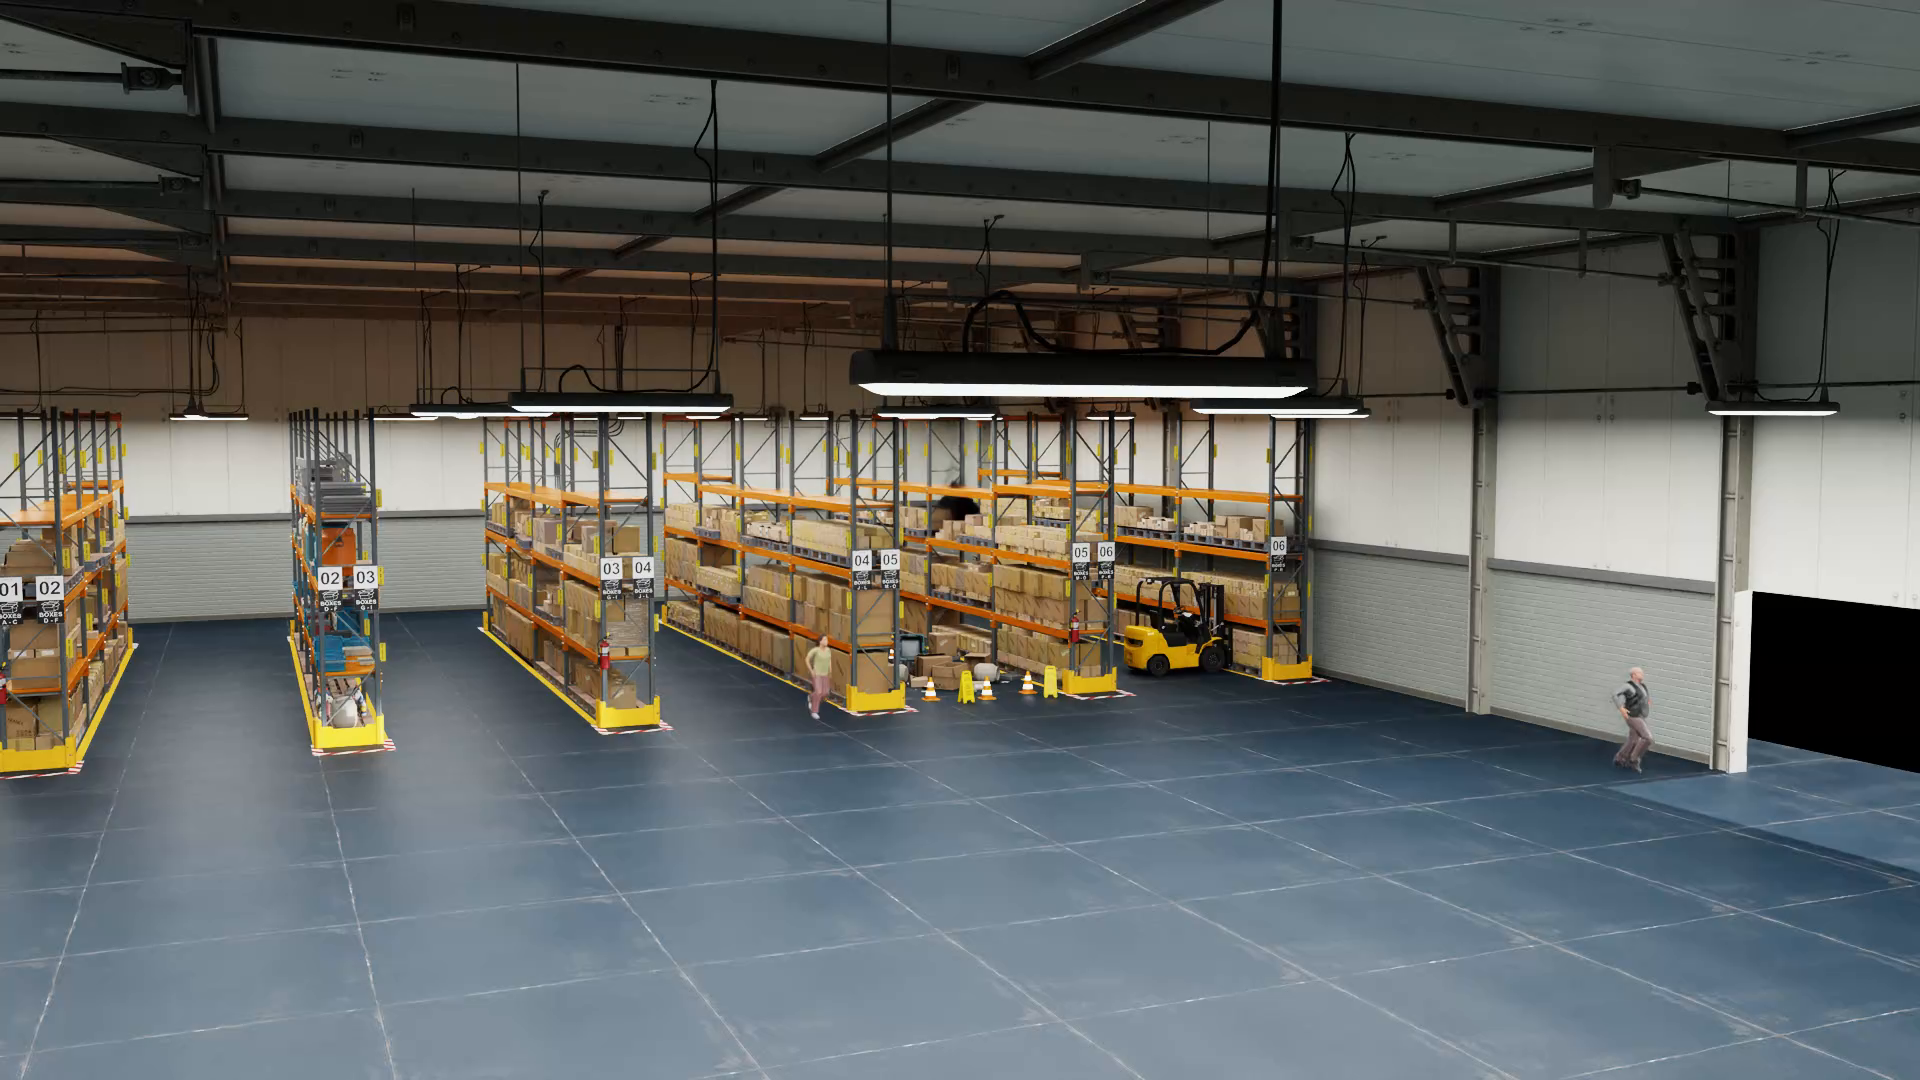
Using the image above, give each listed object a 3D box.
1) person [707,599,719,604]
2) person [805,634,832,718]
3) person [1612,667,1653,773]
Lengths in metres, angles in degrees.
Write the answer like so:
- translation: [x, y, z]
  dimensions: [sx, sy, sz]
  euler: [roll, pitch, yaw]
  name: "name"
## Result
- translation: [-7.332, 1.438, 49.799]
  dimensions: [0.756, 1.648, 0.586]
  euler: [-2, 4, -21]
  name: "person"
- translation: [-2.767, 2.647, 32.610]
  dimensions: [0.621, 1.625, 0.566]
  euler: [-3, 5, -40]
  name: "person"
- translation: [11.133, 2.965, 27.402]
  dimensions: [0.668, 1.742, 0.649]
  euler: [4, 5, 43]
  name: "person"
